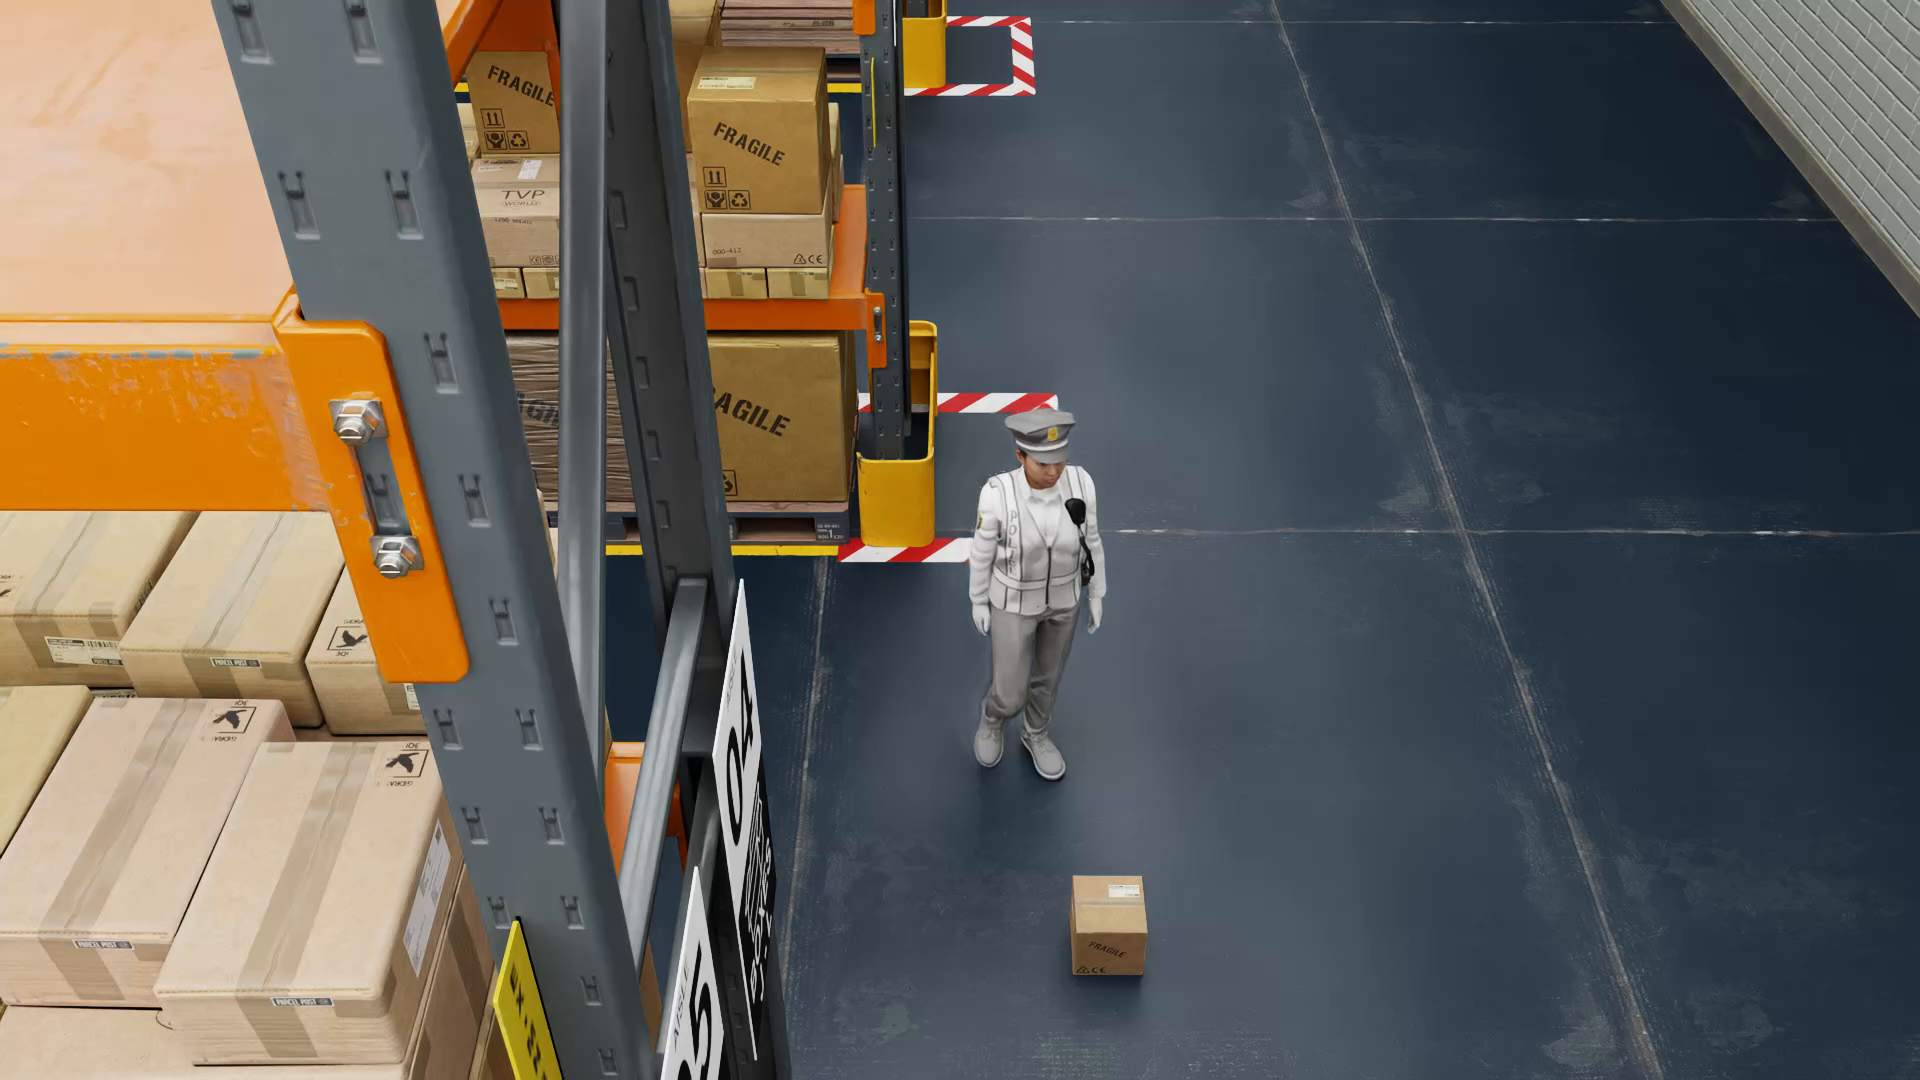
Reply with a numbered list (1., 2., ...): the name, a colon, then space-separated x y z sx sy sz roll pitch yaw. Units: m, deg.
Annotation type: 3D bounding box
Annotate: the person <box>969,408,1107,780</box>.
1. person: 0.305 0.230 6.206 0.503 1.684 0.407 -11 41 -13
